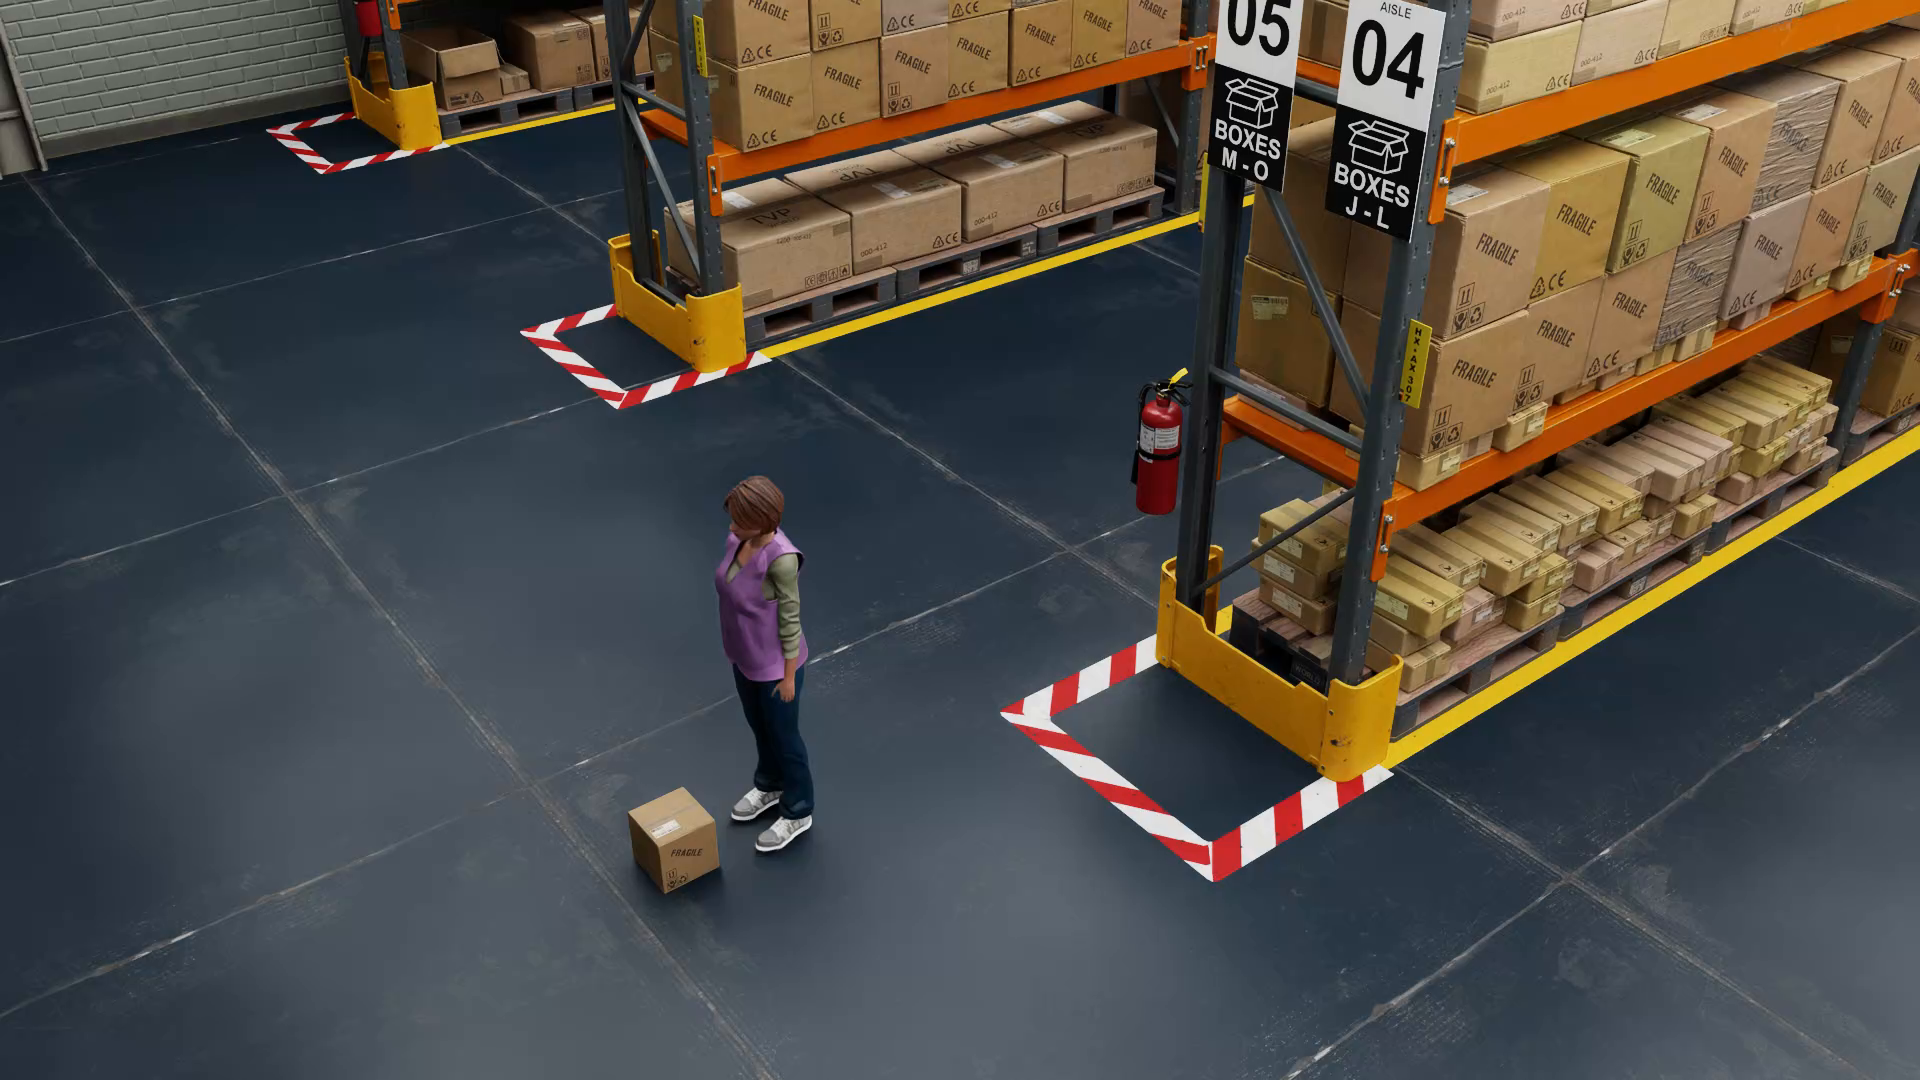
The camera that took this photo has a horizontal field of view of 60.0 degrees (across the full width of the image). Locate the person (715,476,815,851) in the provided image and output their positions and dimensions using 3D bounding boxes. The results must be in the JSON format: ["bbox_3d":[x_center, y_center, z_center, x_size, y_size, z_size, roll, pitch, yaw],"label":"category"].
[{"bbox_3d":[-0.760,0.469,6.410,0.330,1.604,0.408,-21,38,-30],"label":"person"}]
